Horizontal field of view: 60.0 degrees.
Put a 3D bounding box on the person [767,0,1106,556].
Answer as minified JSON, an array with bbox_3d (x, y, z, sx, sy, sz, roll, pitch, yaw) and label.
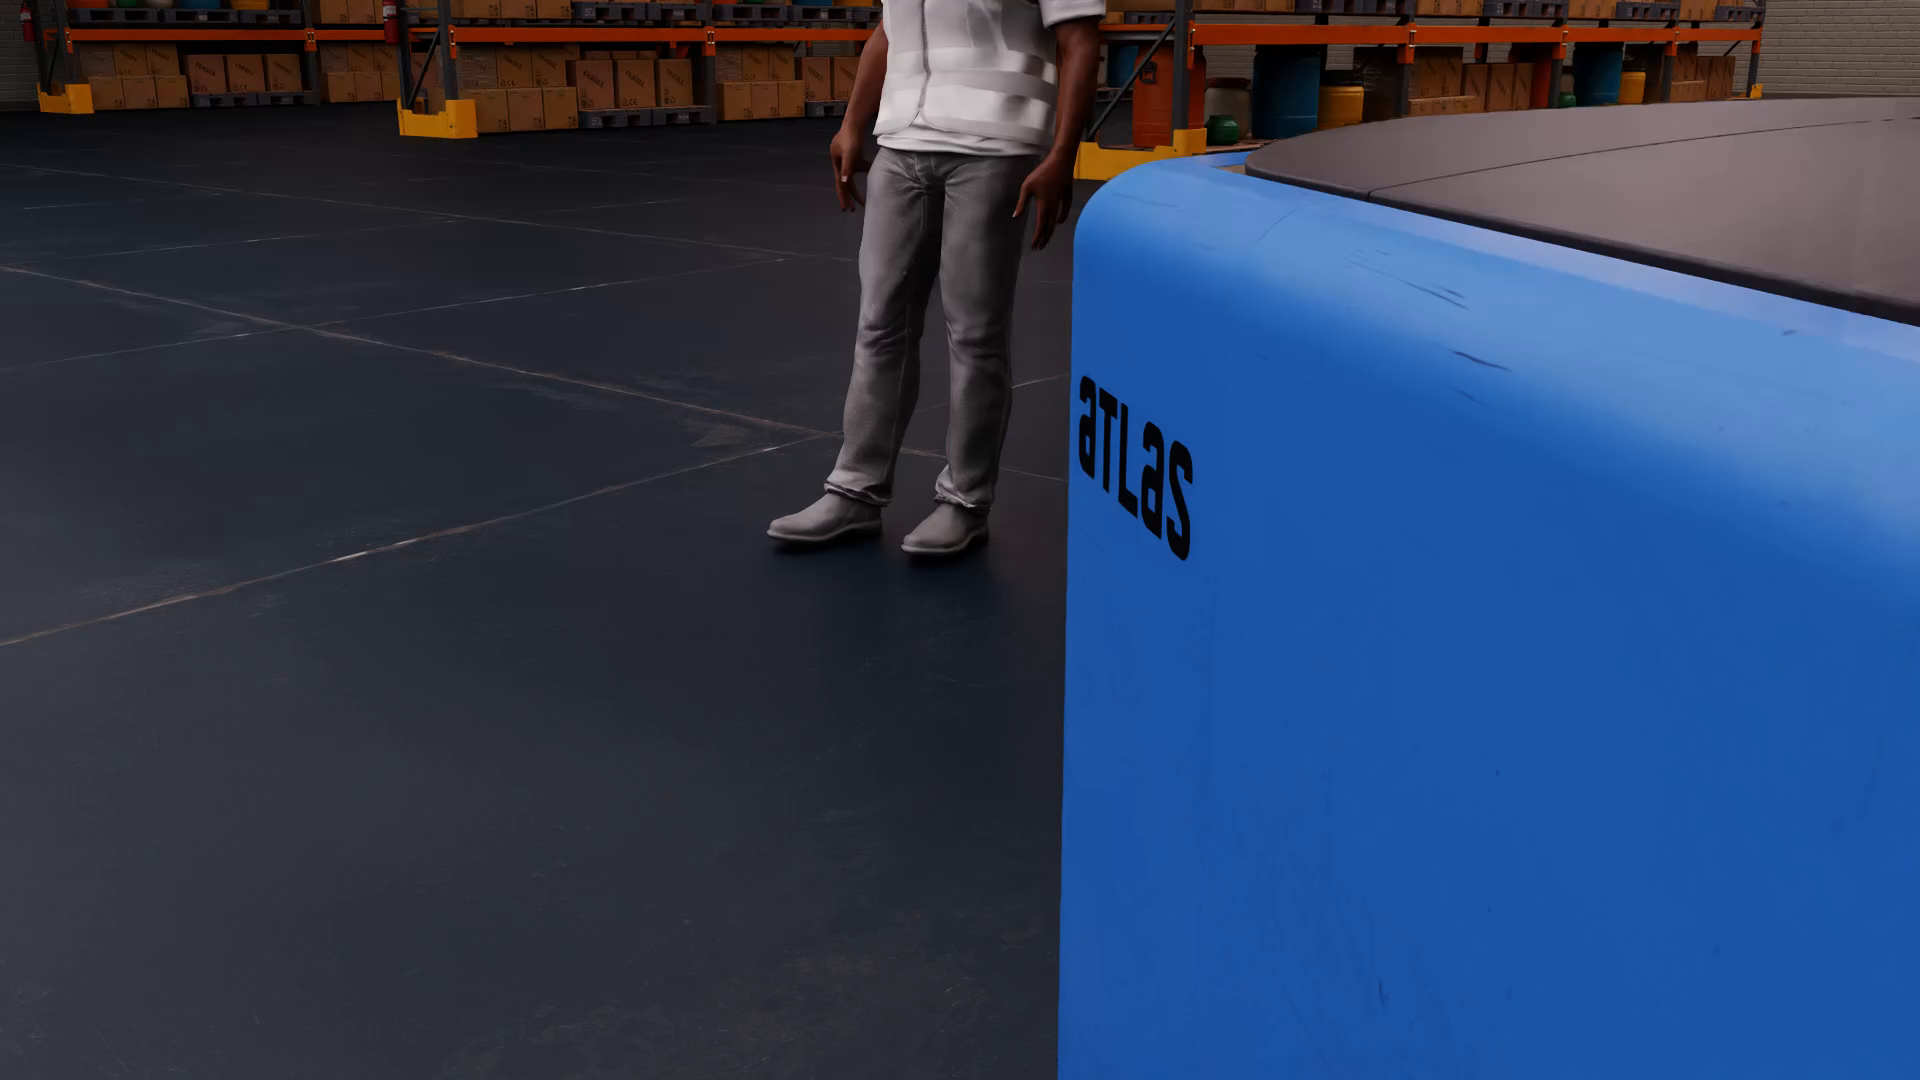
[{"bbox_3d":[-0.049,-0.837,3.635,0.665,1.768,0.575,13,21,37],"label":"person"}]
